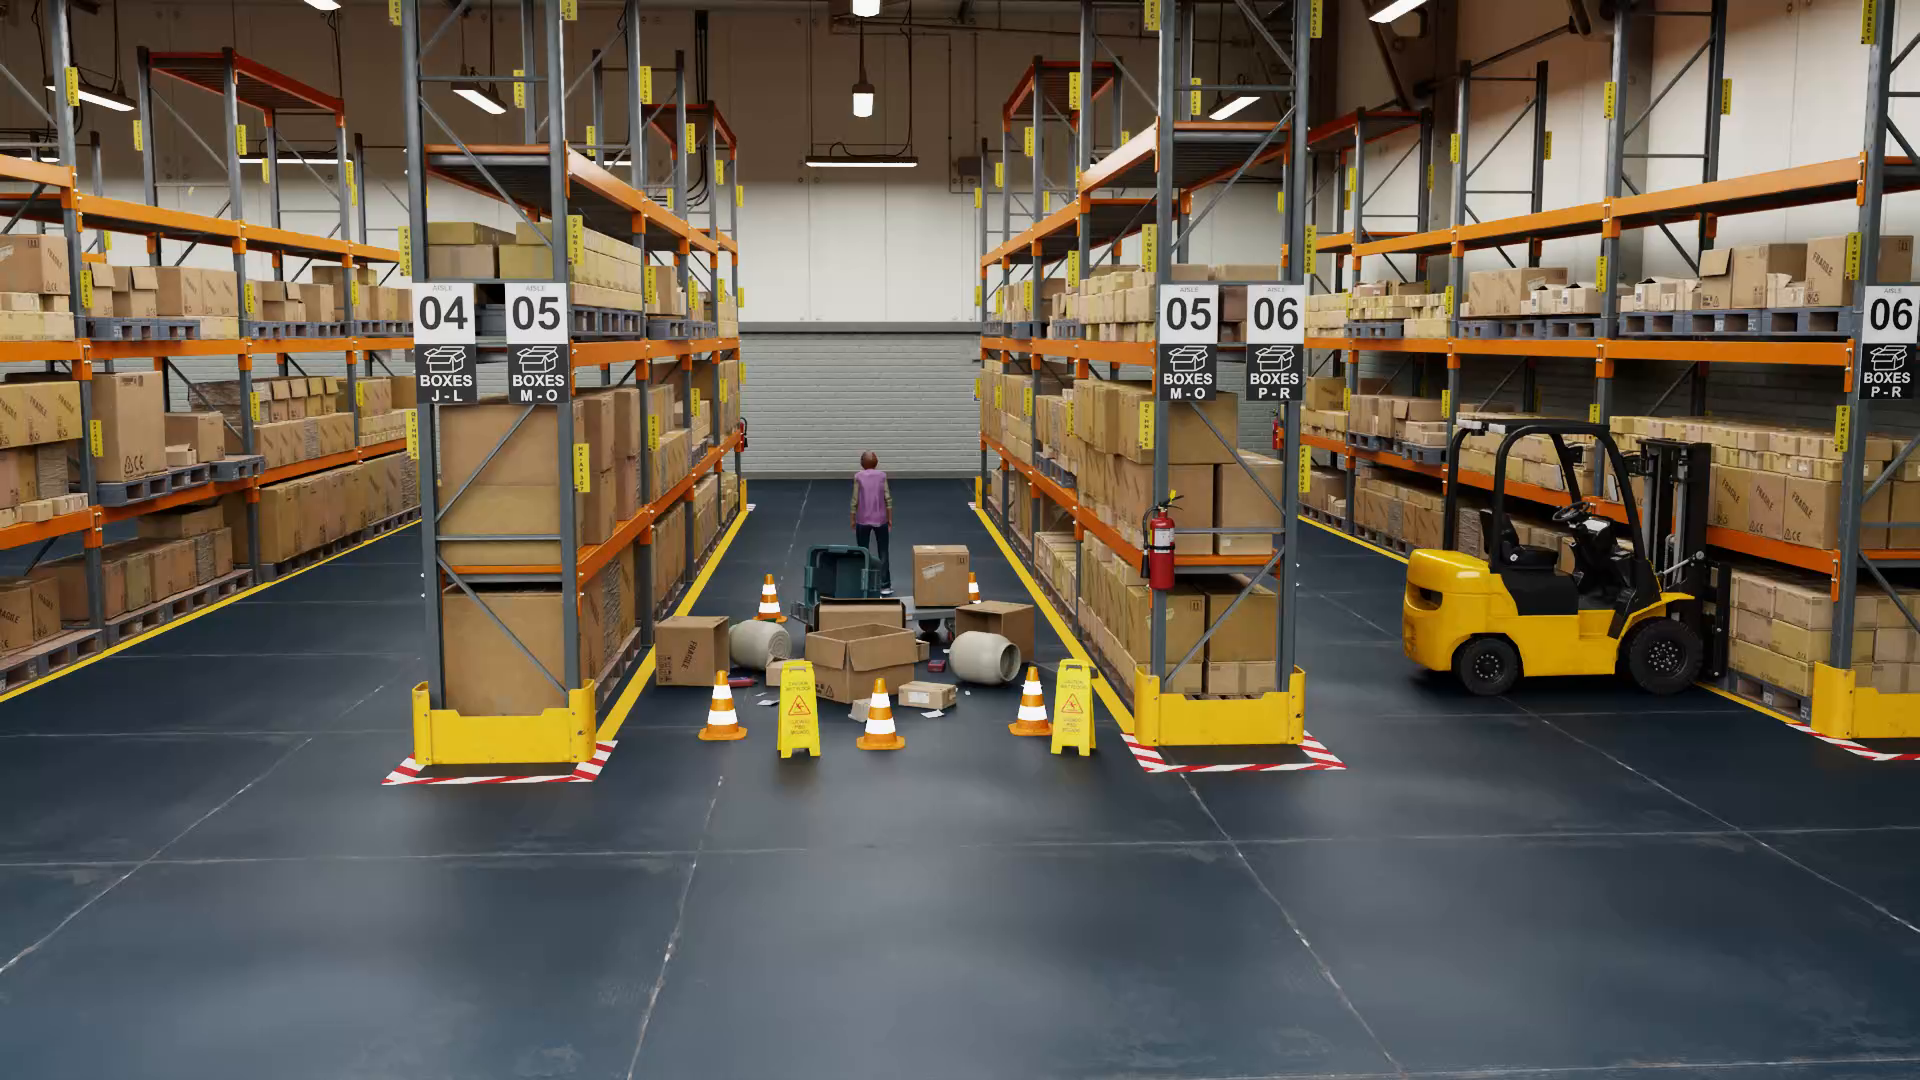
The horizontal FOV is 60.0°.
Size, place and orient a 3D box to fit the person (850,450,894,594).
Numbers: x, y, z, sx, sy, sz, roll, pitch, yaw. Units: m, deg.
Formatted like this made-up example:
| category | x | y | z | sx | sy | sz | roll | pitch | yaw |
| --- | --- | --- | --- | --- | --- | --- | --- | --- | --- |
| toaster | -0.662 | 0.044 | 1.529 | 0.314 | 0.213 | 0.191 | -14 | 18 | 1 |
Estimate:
| category | x | y | z | sx | sy | sz | roll | pitch | yaw |
| --- | --- | --- | --- | --- | --- | --- | --- | --- | --- |
| person | -0.970 | -0.185 | 18.342 | 0.482 | 1.580 | 0.347 | -1 | 7 | -7 |
